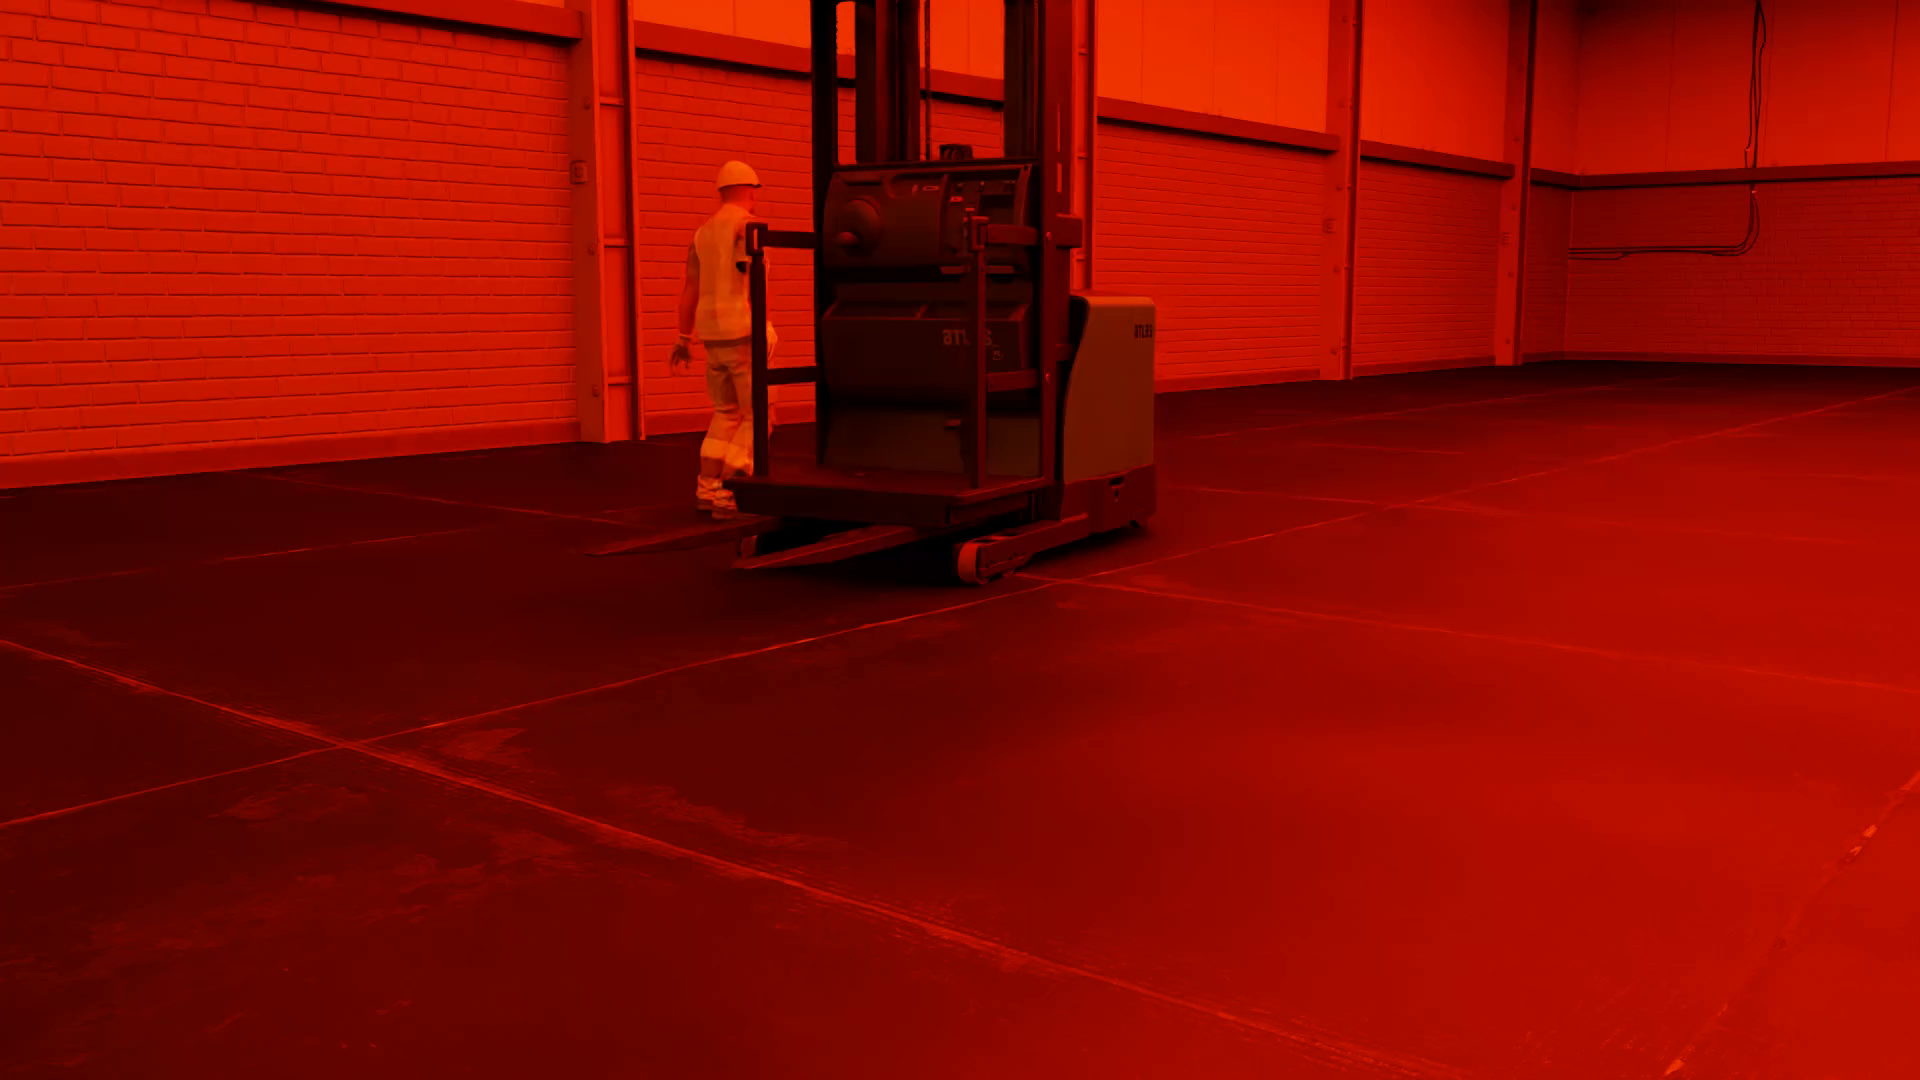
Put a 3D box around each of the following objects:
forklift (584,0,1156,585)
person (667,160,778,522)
[{"bbox_3d":[-0.241,-1.354,6.533,1.130,2.935,3.031,5,9,28],"label":"forklift"},{"bbox_3d":[-1.094,-0.971,8.134,0.459,1.750,0.869,-7,11,-38],"label":"person"}]
